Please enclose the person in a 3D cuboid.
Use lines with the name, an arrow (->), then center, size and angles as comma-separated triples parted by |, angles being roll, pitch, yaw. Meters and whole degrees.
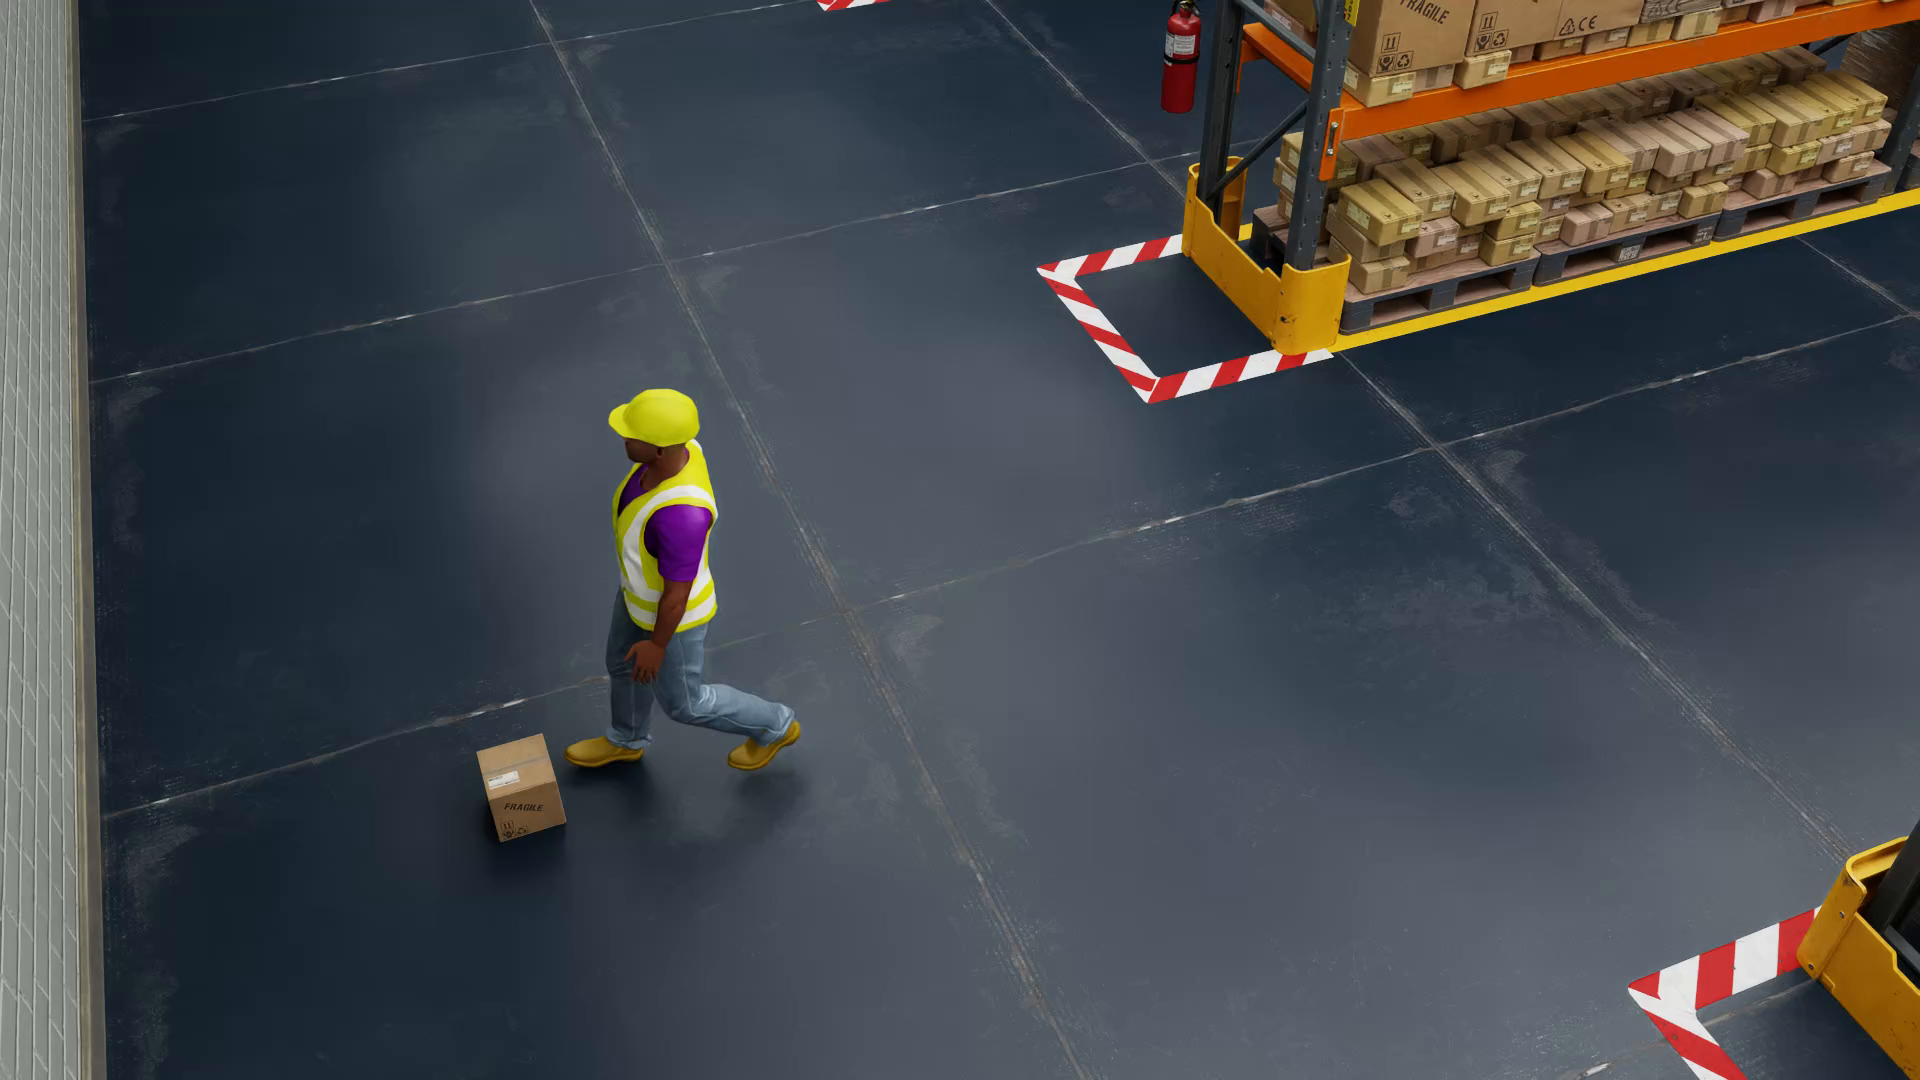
person -> -1.073, 0.207, 5.903 | 0.882, 1.740, 0.567 | -13, 43, -14
